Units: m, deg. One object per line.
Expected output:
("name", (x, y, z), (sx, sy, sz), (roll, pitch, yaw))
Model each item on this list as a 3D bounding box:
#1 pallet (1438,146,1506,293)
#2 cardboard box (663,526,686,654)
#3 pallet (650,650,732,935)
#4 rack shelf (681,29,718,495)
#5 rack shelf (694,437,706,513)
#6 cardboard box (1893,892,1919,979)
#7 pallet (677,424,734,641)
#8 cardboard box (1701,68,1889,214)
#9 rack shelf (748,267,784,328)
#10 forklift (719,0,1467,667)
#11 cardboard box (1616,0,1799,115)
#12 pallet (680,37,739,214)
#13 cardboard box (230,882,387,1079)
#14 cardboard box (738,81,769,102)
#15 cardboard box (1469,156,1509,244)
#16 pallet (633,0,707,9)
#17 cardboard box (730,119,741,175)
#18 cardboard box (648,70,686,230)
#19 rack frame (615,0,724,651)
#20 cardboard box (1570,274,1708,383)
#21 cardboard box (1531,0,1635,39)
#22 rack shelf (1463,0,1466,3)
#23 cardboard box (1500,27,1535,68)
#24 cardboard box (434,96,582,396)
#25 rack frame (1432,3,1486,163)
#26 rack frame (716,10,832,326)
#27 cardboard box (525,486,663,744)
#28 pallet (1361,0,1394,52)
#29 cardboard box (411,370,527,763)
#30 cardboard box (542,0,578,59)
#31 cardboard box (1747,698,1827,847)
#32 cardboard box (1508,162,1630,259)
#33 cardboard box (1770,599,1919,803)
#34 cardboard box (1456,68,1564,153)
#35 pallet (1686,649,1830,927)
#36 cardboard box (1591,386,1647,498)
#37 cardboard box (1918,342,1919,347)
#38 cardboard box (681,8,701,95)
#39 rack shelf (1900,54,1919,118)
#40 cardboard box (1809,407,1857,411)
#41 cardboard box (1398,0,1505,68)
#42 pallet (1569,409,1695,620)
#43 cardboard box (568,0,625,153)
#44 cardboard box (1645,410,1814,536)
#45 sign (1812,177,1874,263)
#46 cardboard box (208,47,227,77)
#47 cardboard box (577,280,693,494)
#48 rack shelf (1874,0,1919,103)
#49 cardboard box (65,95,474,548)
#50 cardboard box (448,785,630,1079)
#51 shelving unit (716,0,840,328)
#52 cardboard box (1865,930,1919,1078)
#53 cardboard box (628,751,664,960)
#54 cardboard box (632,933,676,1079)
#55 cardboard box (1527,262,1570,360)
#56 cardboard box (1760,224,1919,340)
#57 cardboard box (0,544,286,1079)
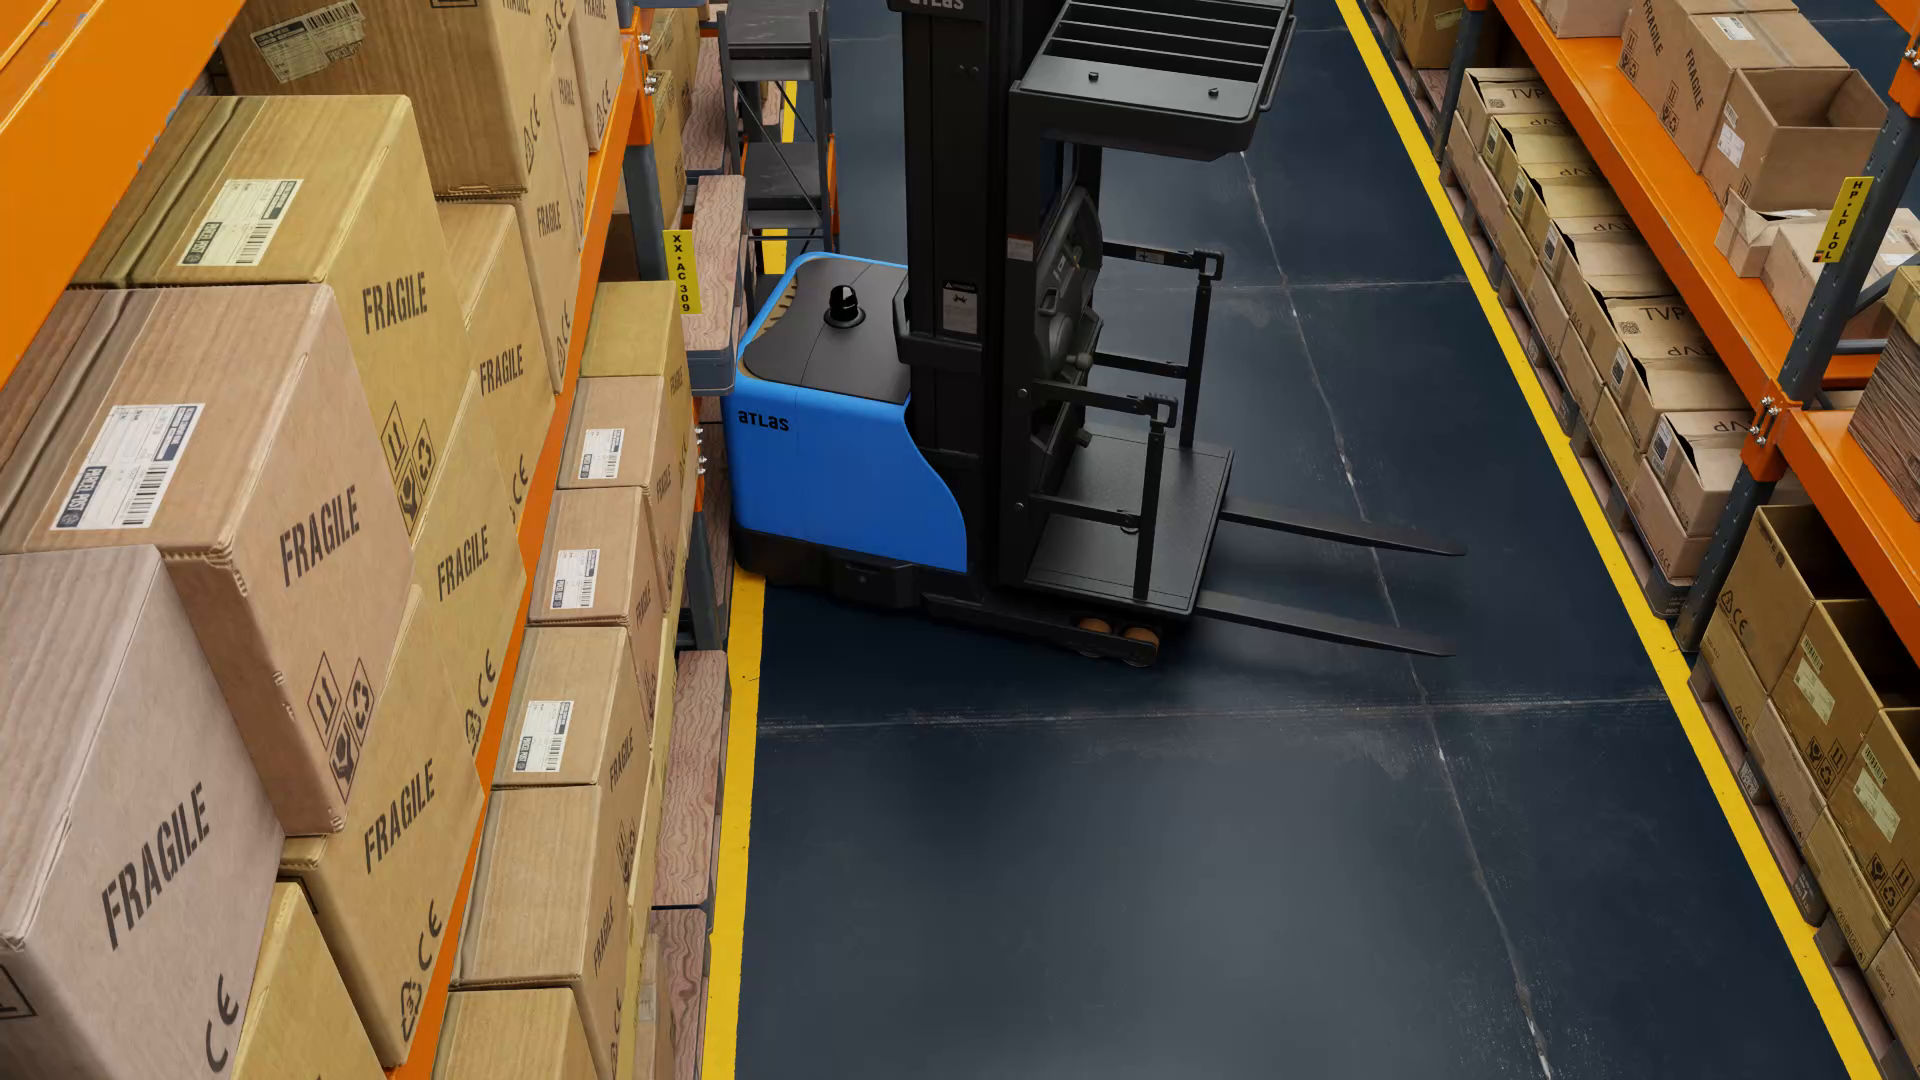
("pallet", (3.312, -1.805, 9.212), (1.003, 0.211, 1.213), (-2, 43, -2))
("cardboard box", (-1.127, 0.151, 5.111), (0.500, 0.250, 0.500), (-1, 43, -2))
("pallet", (-1.399, 0.936, 6.223), (1.003, 0.211, 1.213), (-2, 43, -2))
("rack shelf", (-1.548, -1.630, 7.490), (1.077, 0.370, 4.000), (-2, 43, -2))
("rack shelf", (-1.378, 1.071, 4.544), (1.077, 0.370, 4.000), (-2, 43, -2))
("cardboard box", (3.259, 1.228, 5.010), (0.500, 0.500, 0.500), (-2, 43, -2))
("pallet", (-1.498, -0.042, 7.290), (1.003, 0.211, 1.213), (-2, 43, -2))
("cardboard box", (3.447, -1.601, 6.852), (0.500, 0.500, 0.500), (1, 43, 1))
("rack shelf", (-0.767, -0.956, 7.945), (0.431, 0.518, 0.480), (-1, 43, -1))
("forklift", (0.602, -0.962, 6.280), (3.031, 2.935, 1.130), (11, 44, 12))
("cardboard box", (3.404, -2.294, 7.609), (0.500, 0.500, 0.500), (-4, 43, -4))
("pallet", (-1.508, -1.839, 7.328), (1.003, 0.211, 1.213), (-2, 43, -2))
("cardboard box", (-1.058, 0.773, 2.028), (0.500, 0.500, 0.500), (-1, 43, -1))
("cardboard box", (-1.533, -3.108, 9.850), (0.750, 0.750, 0.750), (-2, 43, -2))
("cardboard box", (3.067, -1.830, 8.900), (0.500, 0.250, 0.500), (-3, 43, -3))
("pallet", (-1.383, -2.001, 5.282), (1.213, 0.211, 1.003), (-2, 43, -2))
("cardboard box", (-1.550, -2.001, 8.887), (0.700, 0.500, 0.500), (-1, 43, -1))
("cardboard box", (-1.467, -1.466, 6.379), (0.700, 0.500, 0.500), (2, 43, 3))
("rack frame", (-1.463, -0.545, 5.774), (1.000, 3.000, 0.127), (-2, 43, -2))
("cardboard box", (3.135, -0.990, 7.569), (0.500, 0.311, 0.500), (-2, 43, -2))
("cardboard box", (3.161, -2.747, 8.243), (0.500, 0.311, 0.500), (-2, 43, -2))
("rack shelf", (3.231, -4.475, 10.594), (1.077, 0.370, 4.000), (-2, 43, -2))
("cardboard box", (3.582, -2.946, 9.918), (0.500, 0.500, 0.500), (0, 43, 0))
("cardboard box", (-1.125, -0.646, 3.576), (0.500, 0.500, 0.500), (-3, 43, -3))
("rack frame", (3.316, -3.390, 8.878), (1.000, 3.000, 0.127), (-2, 43, -2))
("rack frame", (-0.764, -1.317, 7.283), (0.400, 2.100, 0.015), (-1, 43, -1))
("cardboard box", (-1.097, 0.214, 4.487), (0.500, 0.500, 0.500), (-3, 43, -3))
("pallet", (3.273, -3.688, 11.267), (1.003, 0.211, 1.213), (-2, 43, -2))
("cardboard box", (-1.071, 0.059, 2.807), (0.500, 0.500, 0.500), (0, 43, 0))
("cardboard box", (-1.137, -1.361, 3.616), (0.500, 0.500, 0.500), (0, 43, 1))
("cardboard box", (3.219, 0.829, 5.999), (0.500, 0.250, 0.500), (-2, 43, -2))
("cardboard box", (3.095, -1.677, 8.318), (0.500, 0.311, 0.500), (-3, 43, -3))
("cardboard box", (3.222, 0.552, 5.746), (0.500, 0.500, 0.500), (-2, 43, -2))
("cardboard box", (3.045, -2.376, 9.081), (0.500, 0.311, 0.500), (0, 43, 0))
("pallet", (3.478, 0.877, 6.287), (1.003, 0.211, 1.213), (-2, 43, -2))
("cardboard box", (3.159, -0.444, 7.388), (0.500, 0.250, 0.500), (-2, 43, -2))
("cardboard box", (3.315, -0.609, 5.290), (0.380, 0.149, 0.250), (-1, 43, -1))
("cardboard box", (-1.528, -2.287, 7.275), (0.700, 0.500, 0.500), (-2, 43, -2))
("rack shelf", (3.571, -0.180, 3.688), (1.077, 0.370, 4.000), (-2, 43, -2))
("cardboard box", (3.717, -0.323, 6.842), (0.500, 0.311, 0.500), (-2, 43, -2))
("cardboard box", (3.042, -3.255, 10.255), (0.500, 0.500, 0.500), (0, 43, 0))
("pallet", (3.416, -0.158, 7.415), (1.003, 0.211, 1.213), (-2, 43, -2))
("cardboard box", (-1.195, -1.359, 4.354), (0.500, 0.500, 0.500), (-1, 43, -1))
("cardboard box", (3.182, -0.302, 6.819), (0.500, 0.311, 0.500), (-2, 43, -2))
("sign", (2.944, -1.065, 5.543), (0.100, 0.325, 0.005), (-2, 43, -2))
("cardboard box", (-1.678, -1.002, 3.964), (0.500, 0.500, 0.500), (0, 43, 0))
("cardboard box", (-1.134, -0.463, 5.226), (0.500, 0.500, 0.500), (-2, 43, -2))
("rack shelf", (3.401, -2.880, 6.634), (1.077, 0.370, 4.000), (-2, 43, -2))
("cardboard box", (-1.071, -0.316, 2.475), (0.500, 0.500, 0.500), (-1, 43, -1))
("cardboard box", (-1.040, 0.913, 3.724), (0.500, 0.500, 0.500), (-3, 43, -3))
("shelving unit", (-0.767, -1.482, 7.463), (0.431, 2.100, 0.503), (-1, 43, -1))
("cardboard box", (3.262, 1.504, 5.263), (0.500, 0.250, 0.500), (-2, 43, -2))
("cardboard box", (-1.068, 0.830, 4.371), (0.500, 0.250, 0.500), (-1, 43, -1))
("cardboard box", (-1.238, 1.564, 4.998), (0.700, 0.500, 0.500), (-4, 43, -4))
("cardboard box", (3.117, -1.133, 8.139), (0.500, 0.250, 0.500), (-1, 43, -1))
("cardboard box", (3.421, -0.965, 6.344), (0.500, 0.250, 0.500), (1, 43, 1))
("cardboard box", (-1.067, 0.370, 1.727), (0.500, 0.500, 0.500), (-4, 43, -5))
